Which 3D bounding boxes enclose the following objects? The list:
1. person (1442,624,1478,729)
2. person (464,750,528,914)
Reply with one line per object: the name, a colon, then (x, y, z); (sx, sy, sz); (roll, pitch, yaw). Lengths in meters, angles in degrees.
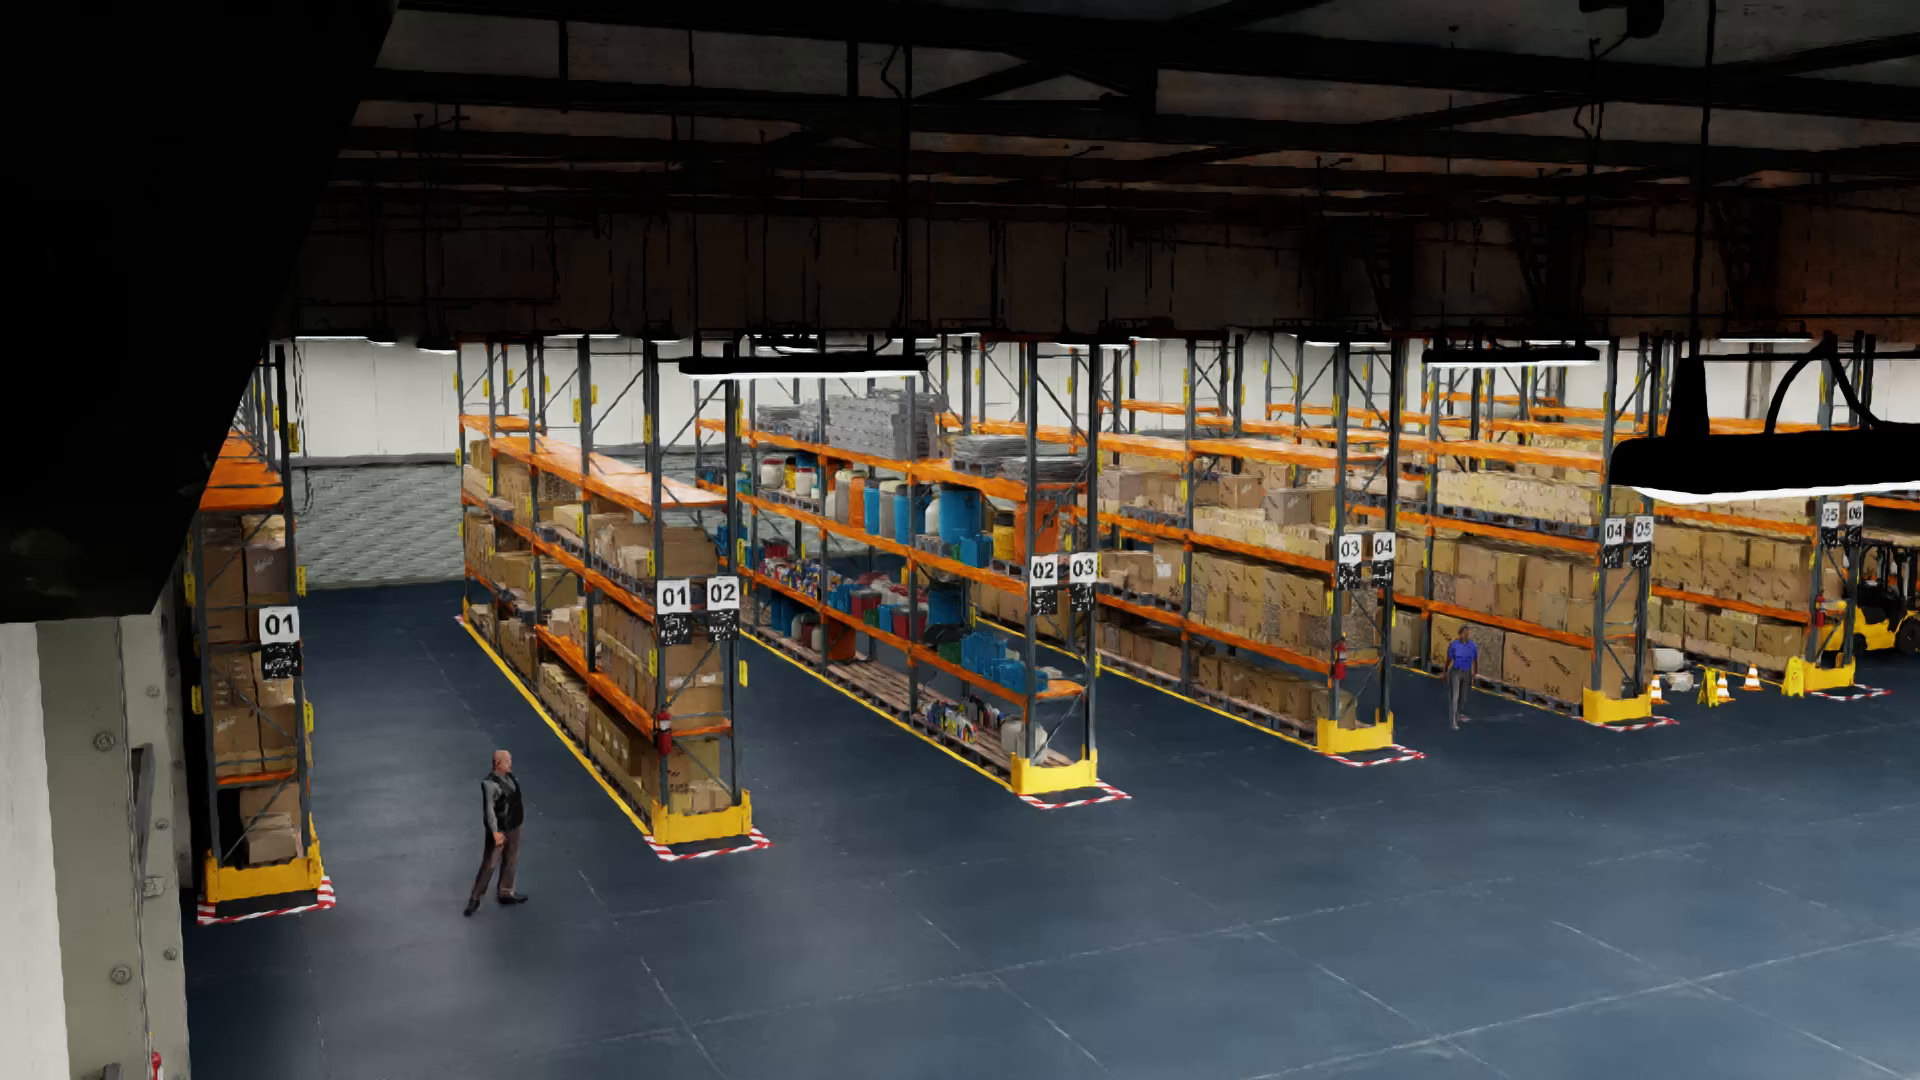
person: (7.741, 2.113, 25.693); (0.491, 1.541, 0.933); (0, 8, -1)
person: (-4.989, 3.103, 17.766); (0.478, 1.719, 0.709); (3, 8, 18)
